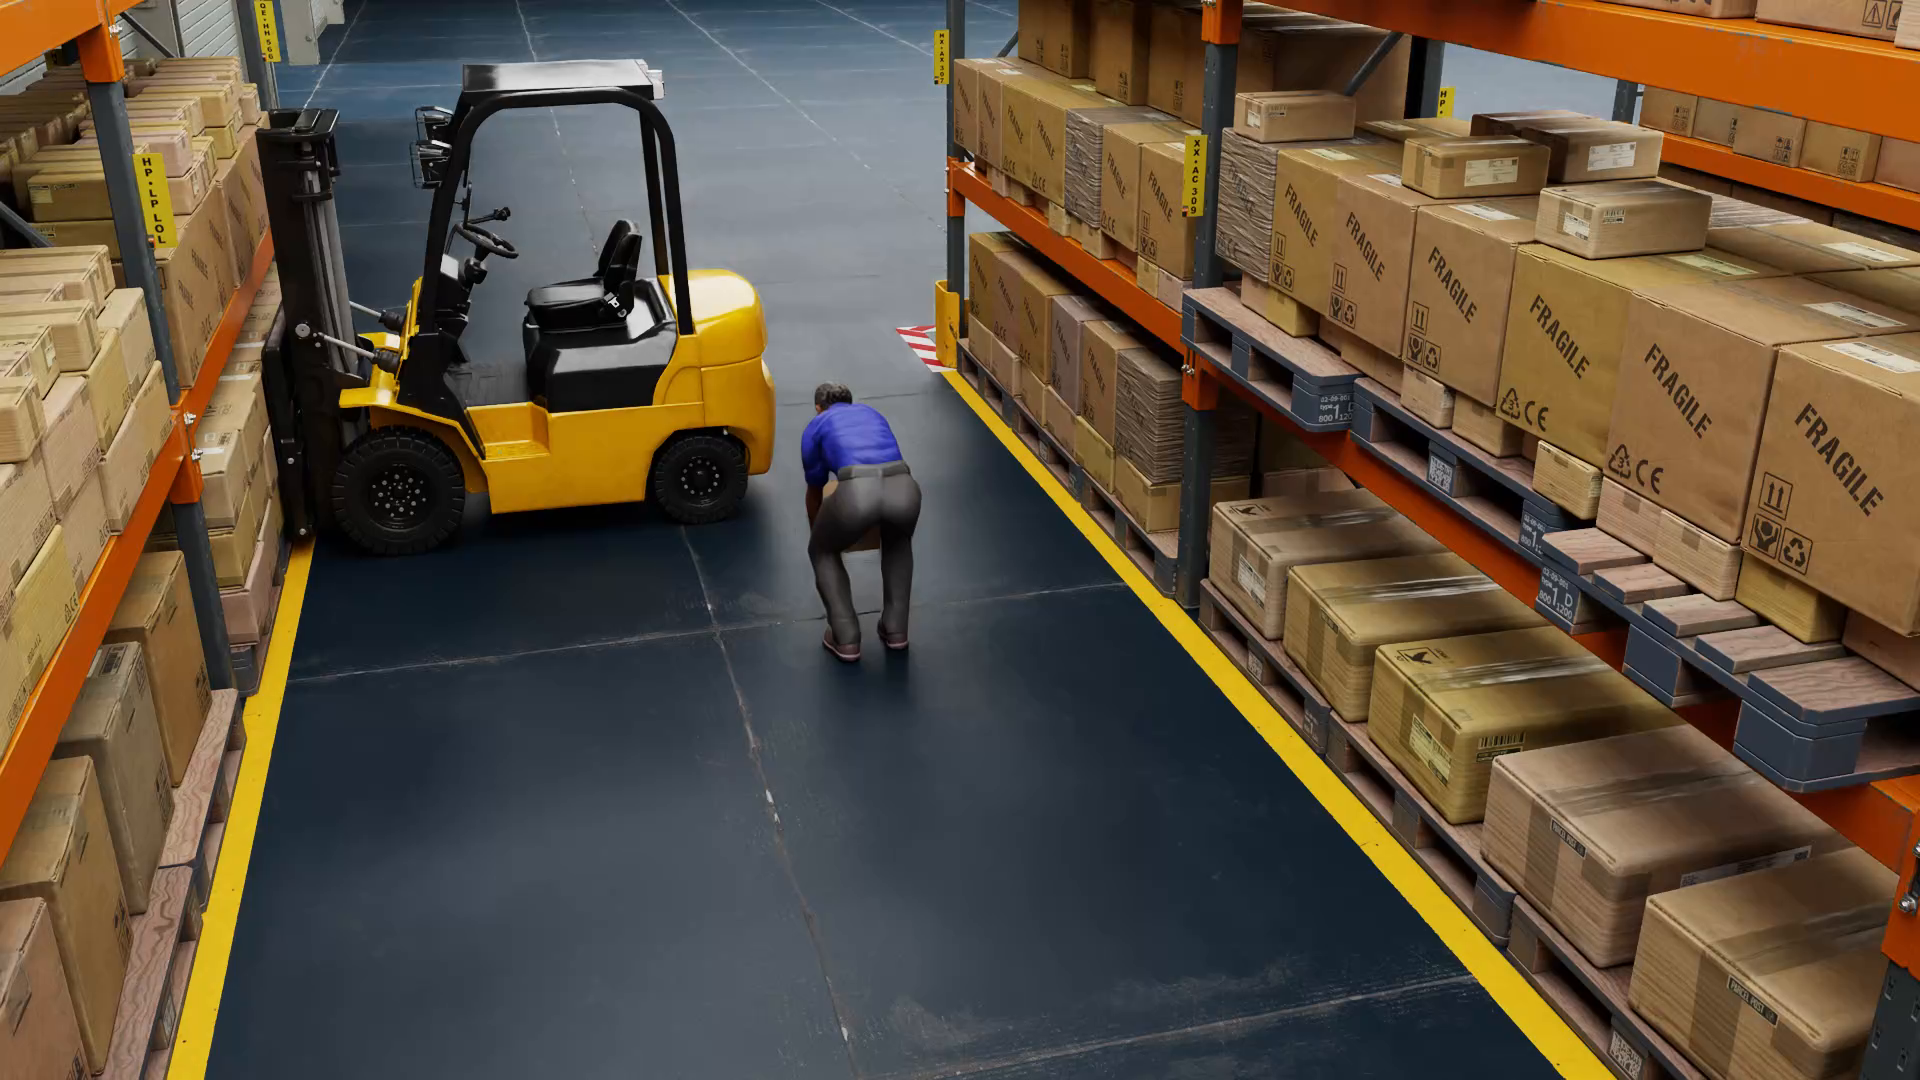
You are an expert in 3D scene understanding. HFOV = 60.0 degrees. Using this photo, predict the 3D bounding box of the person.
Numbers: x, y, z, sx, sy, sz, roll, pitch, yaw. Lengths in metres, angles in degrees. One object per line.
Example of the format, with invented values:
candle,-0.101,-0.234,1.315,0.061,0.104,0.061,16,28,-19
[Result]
person,-0.438,-0.084,7.083,0.451,1.048,0.857,-7,24,-17
